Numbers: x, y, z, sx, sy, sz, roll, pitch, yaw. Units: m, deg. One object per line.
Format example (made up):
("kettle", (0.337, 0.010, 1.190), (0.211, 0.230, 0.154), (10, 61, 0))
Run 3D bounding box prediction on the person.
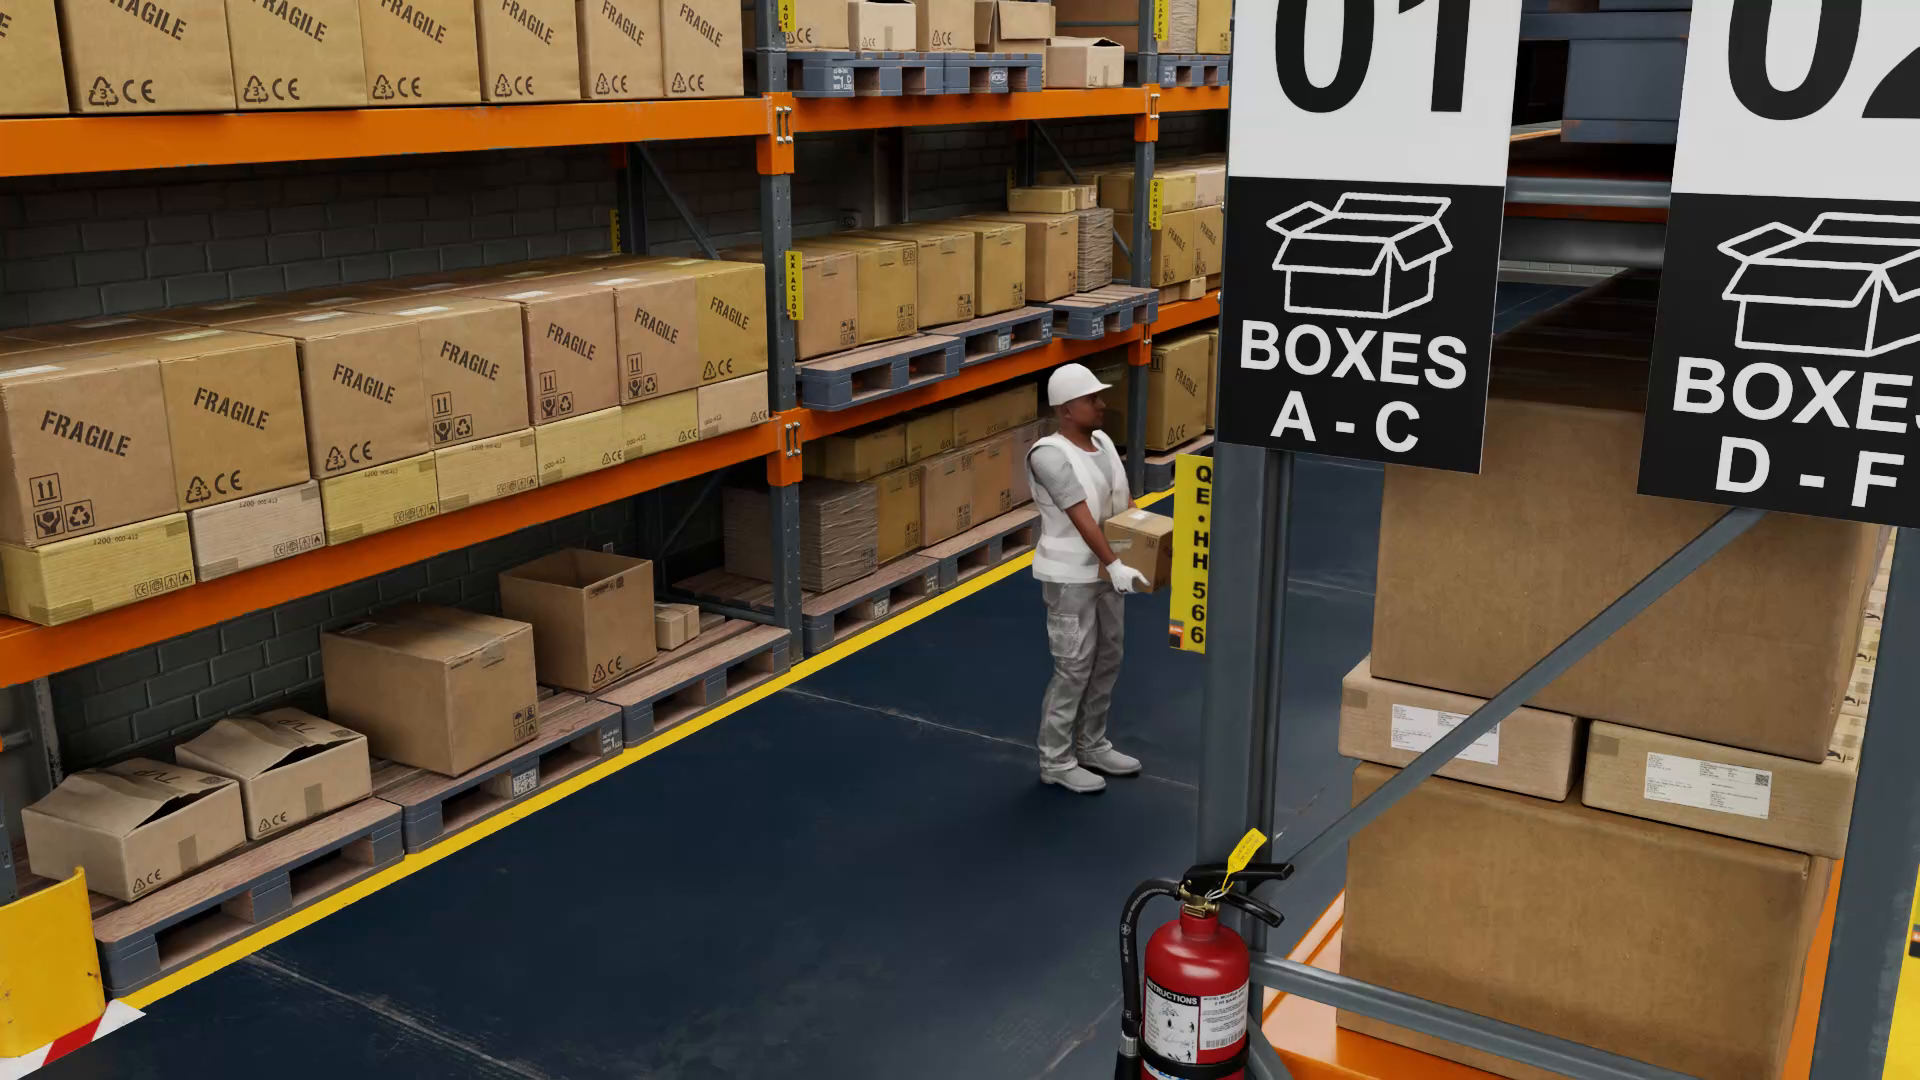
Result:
("person", (0.595, 0.164, 6.934), (0.575, 1.778, 0.487), (10, 19, 31))
